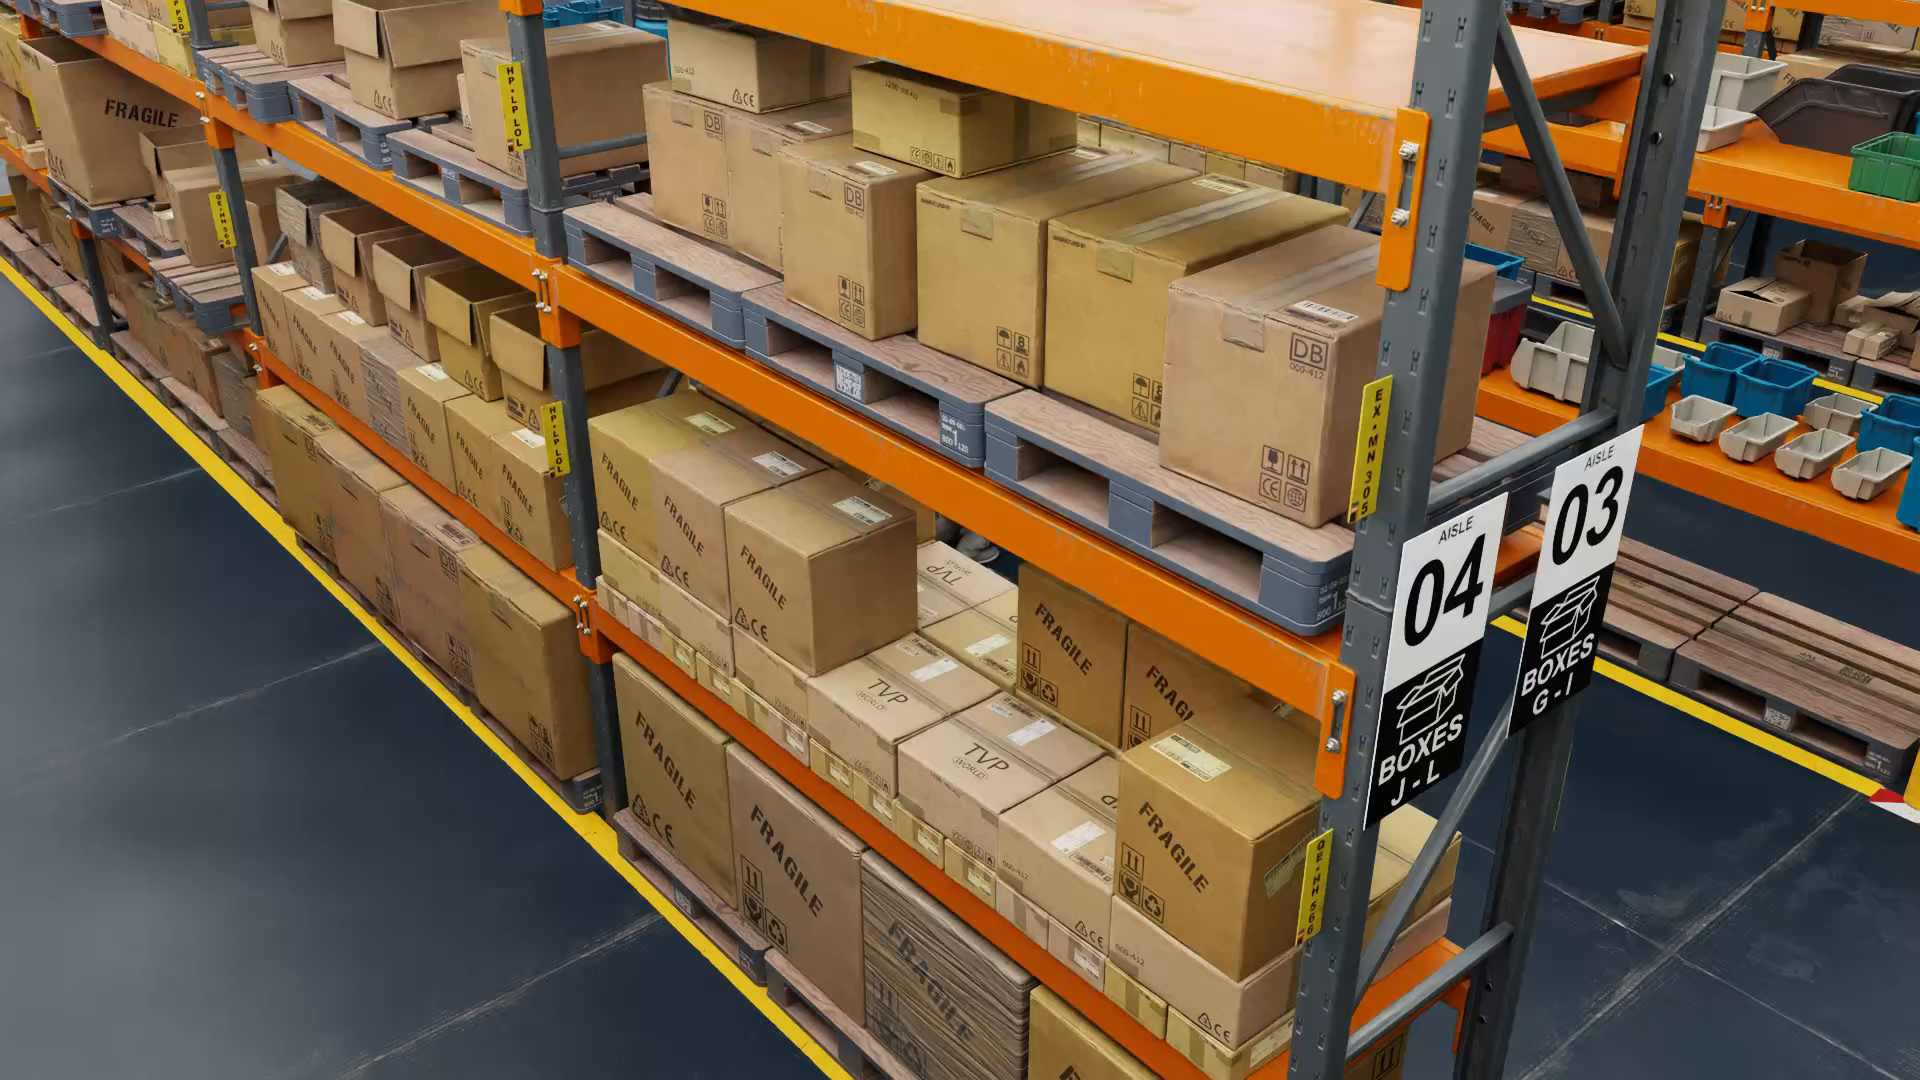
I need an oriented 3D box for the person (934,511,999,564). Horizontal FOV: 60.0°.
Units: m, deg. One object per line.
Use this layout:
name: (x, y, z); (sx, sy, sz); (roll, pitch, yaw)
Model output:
person: (0.103, -0.385, 10.193); (0.951, 0.958, 0.565); (-22, 35, -35)
